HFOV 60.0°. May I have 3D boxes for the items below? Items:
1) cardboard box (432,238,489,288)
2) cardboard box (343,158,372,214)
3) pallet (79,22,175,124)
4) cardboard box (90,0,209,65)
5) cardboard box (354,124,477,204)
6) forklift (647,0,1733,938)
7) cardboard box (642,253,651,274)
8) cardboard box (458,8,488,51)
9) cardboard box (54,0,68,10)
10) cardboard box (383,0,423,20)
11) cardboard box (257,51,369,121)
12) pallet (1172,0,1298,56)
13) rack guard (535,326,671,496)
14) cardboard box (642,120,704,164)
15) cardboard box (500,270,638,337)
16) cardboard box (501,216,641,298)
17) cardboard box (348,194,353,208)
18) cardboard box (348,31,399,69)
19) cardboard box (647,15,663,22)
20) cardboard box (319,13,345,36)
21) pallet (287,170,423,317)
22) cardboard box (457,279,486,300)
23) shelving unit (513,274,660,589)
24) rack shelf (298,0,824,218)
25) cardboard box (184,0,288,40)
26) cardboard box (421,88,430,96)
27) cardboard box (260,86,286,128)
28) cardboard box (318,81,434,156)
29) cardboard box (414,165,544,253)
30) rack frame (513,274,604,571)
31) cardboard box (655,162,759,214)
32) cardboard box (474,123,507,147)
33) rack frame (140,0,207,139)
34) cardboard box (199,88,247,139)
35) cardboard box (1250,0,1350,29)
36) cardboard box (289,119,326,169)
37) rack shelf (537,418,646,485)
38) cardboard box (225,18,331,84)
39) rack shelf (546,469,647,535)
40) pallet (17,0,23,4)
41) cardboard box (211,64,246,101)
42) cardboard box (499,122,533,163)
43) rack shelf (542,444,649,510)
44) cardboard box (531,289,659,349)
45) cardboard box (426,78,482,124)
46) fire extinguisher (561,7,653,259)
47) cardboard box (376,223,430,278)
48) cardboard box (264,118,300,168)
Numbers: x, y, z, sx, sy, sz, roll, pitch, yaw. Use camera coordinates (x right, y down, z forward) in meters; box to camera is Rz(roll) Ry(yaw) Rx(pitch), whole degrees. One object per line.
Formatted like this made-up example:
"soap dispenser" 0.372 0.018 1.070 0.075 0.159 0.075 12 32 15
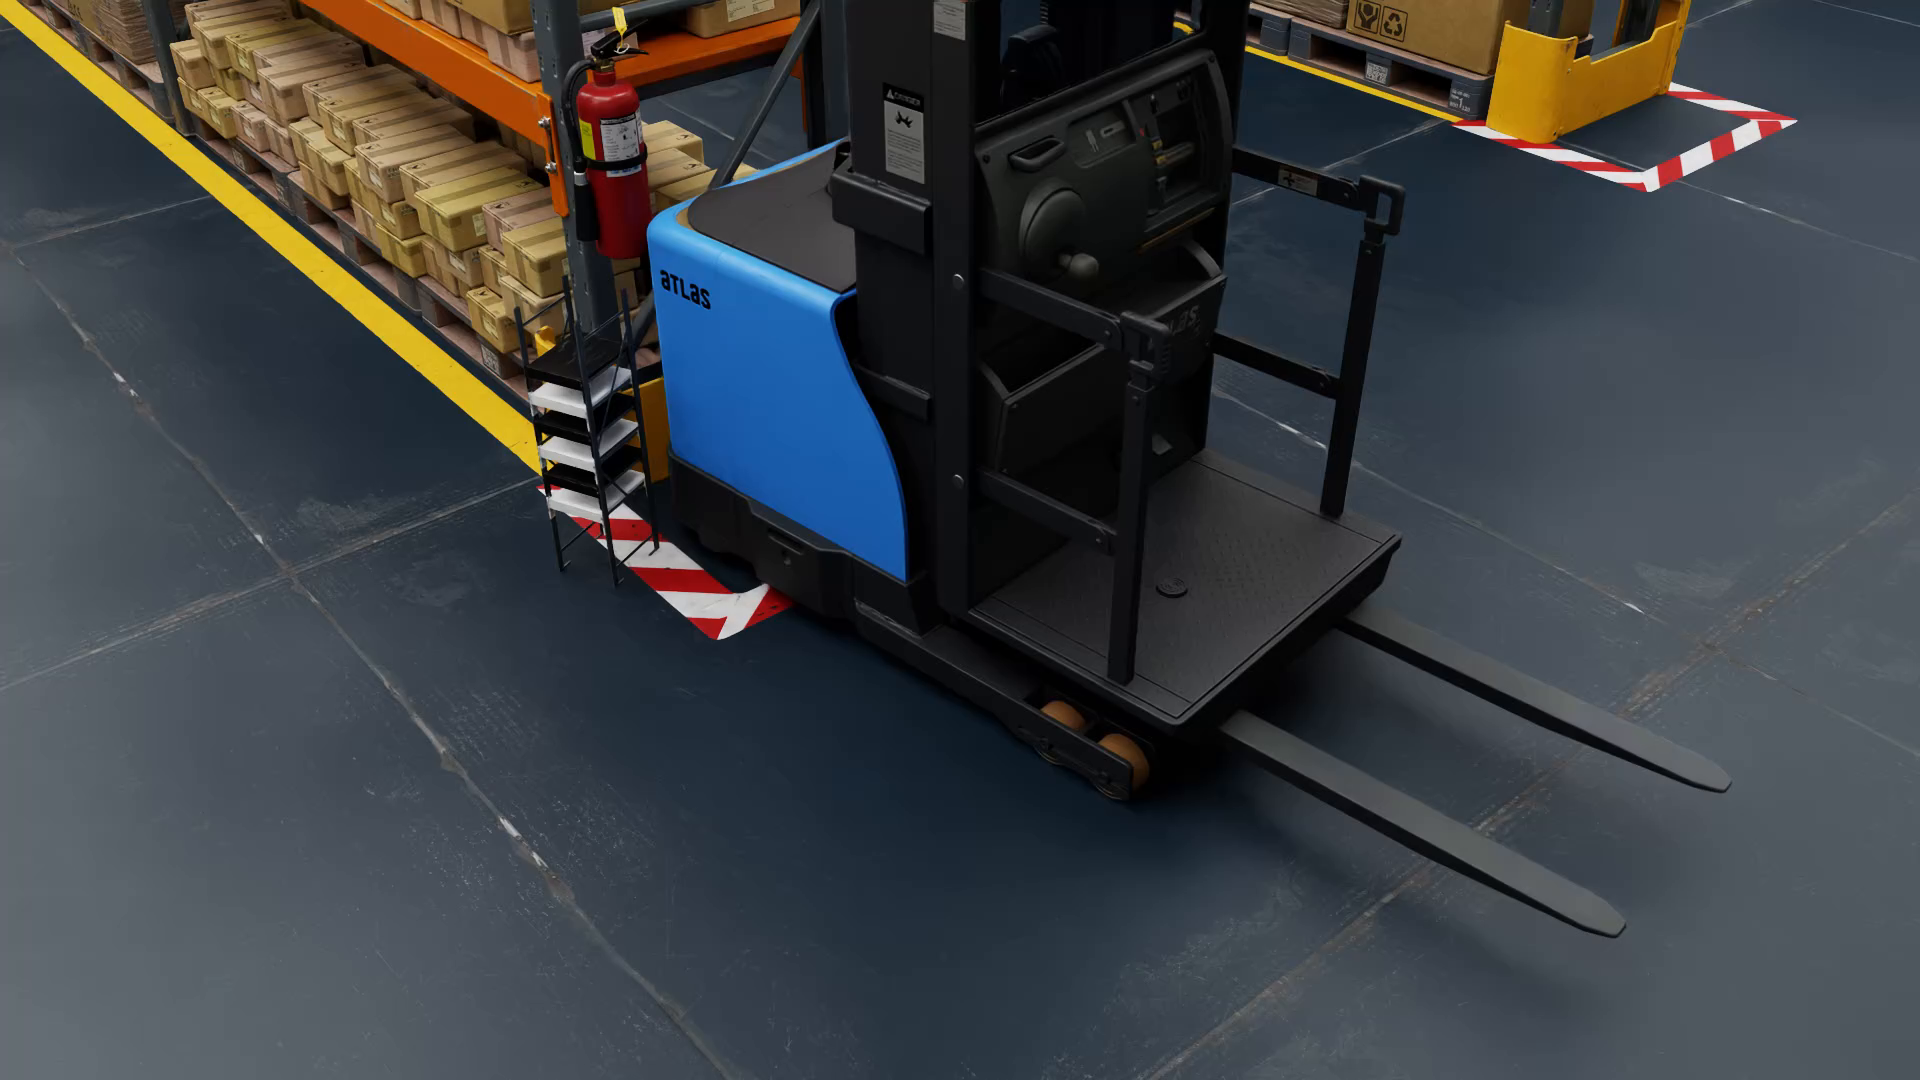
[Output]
"cardboard box" -1.674 -1.074 6.018 0.380 0.149 0.250 -28 44 -33
"cardboard box" -2.169 -1.418 6.503 0.380 0.149 0.250 -24 42 -30
"pallet" -3.863 -2.561 8.683 1.003 0.211 1.213 -26 43 -32
"cardboard box" -4.030 -2.740 8.323 0.500 0.500 0.500 -27 43 -33
"cardboard box" -2.031 -1.415 6.241 0.380 0.149 0.250 -24 42 -30
"forklift" 0.530 -0.871 3.944 3.031 2.935 1.130 27 44 33
"cardboard box" -0.921 -1.046 5.978 0.380 0.149 0.250 -24 42 -30
"cardboard box" -1.337 -1.650 5.201 0.380 0.149 0.250 -26 43 -32
"cardboard box" -4.688 -3.195 8.965 0.500 0.500 0.500 -27 43 -33
"cardboard box" -1.693 -1.859 5.496 0.380 0.149 0.250 -25 42 -31
"cardboard box" -2.675 -1.891 6.913 0.380 0.149 0.250 -25 42 -31
"pallet" 1.717 -3.119 9.472 1.003 0.211 1.213 -26 43 -32
"rack guard" -0.828 -0.603 5.669 1.175 0.500 0.348 -26 43 -32
"cardboard box" -1.192 -1.434 6.269 0.380 0.149 0.250 -26 43 -32
"cardboard box" -1.337 -0.846 5.695 0.380 0.149 0.250 -27 44 -33
"cardboard box" -1.314 -0.980 5.627 0.380 0.149 0.250 -25 43 -31
"cardboard box" -2.274 -1.438 6.788 0.380 0.149 0.250 -25 42 -31
"cardboard box" -2.462 -2.198 7.346 0.380 0.149 0.250 -25 42 -30
"cardboard box" -0.933 -1.849 5.483 0.380 0.149 0.250 -24 42 -30
"cardboard box" -2.736 -2.448 7.700 0.380 0.149 0.250 -25 43 -31
"pallet" -2.108 -1.396 7.038 1.003 0.211 1.213 -26 43 -32
"cardboard box" -1.626 -0.977 6.137 0.380 0.149 0.250 -26 43 -32
"shelving unit" -1.088 -0.308 4.906 0.210 0.900 0.258 15 38 21
"rack shelf" -2.069 -2.179 6.354 1.077 0.370 4.000 -26 43 -32
"cardboard box" -3.296 -2.377 7.600 0.380 0.149 0.250 -24 42 -30
"cardboard box" -2.119 -1.860 7.126 0.380 0.149 0.250 -28 44 -34
"cardboard box" -2.782 -1.913 7.202 0.380 0.149 0.250 -28 44 -34
"cardboard box" -2.307 -1.678 6.612 0.380 0.149 0.250 -26 43 -32
"cardboard box" -1.696 -1.179 5.908 0.380 0.149 0.250 -27 43 -33
"rack frame" -1.180 -0.333 4.942 0.006 0.900 0.240 15 38 21
"cardboard box" -0.857 -1.198 5.935 0.380 0.149 0.250 -28 44 -34
"cardboard box" -1.813 -1.603 6.764 0.380 0.149 0.250 -24 42 -30
"rack frame" -3.360 -3.356 7.393 1.000 3.000 0.127 -26 43 -32
"cardboard box" -3.199 -1.966 7.533 0.380 0.149 0.250 -25 42 -31
"cardboard box" 2.014 -3.354 8.865 0.875 0.875 0.875 -26 43 -32
"cardboard box" -2.508 -1.648 6.827 0.380 0.149 0.250 -26 43 -32
"rack shelf" -1.088 -0.281 4.925 0.200 0.077 0.258 15 38 21
"cardboard box" -2.963 -2.140 7.265 0.380 0.149 0.250 -27 43 -32
"rack shelf" -1.088 -0.134 5.029 0.200 0.077 0.258 15 38 21
"pallet" -5.438 -3.638 10.204 1.003 0.211 1.213 -26 43 -32
"cardboard box" -3.139 -2.127 7.505 0.380 0.149 0.250 -26 43 -31
"cardboard box" -1.587 -1.639 6.557 0.380 0.149 0.250 -24 42 -30
"rack shelf" -1.088 -0.207 4.977 0.200 0.077 0.258 15 38 21
"cardboard box" -1.278 -0.752 5.820 0.380 0.149 0.250 -25 42 -31
"cardboard box" -1.957 -1.847 6.852 0.380 0.149 0.250 -26 43 -32
"fire extinguisher" -0.969 -1.123 4.629 0.296 0.674 0.183 -26 43 -32
"cardboard box" -2.007 -1.170 6.410 0.380 0.149 0.250 -28 44 -34
"cardboard box" -2.797 -1.782 7.274 0.380 0.149 0.250 -27 43 -33
